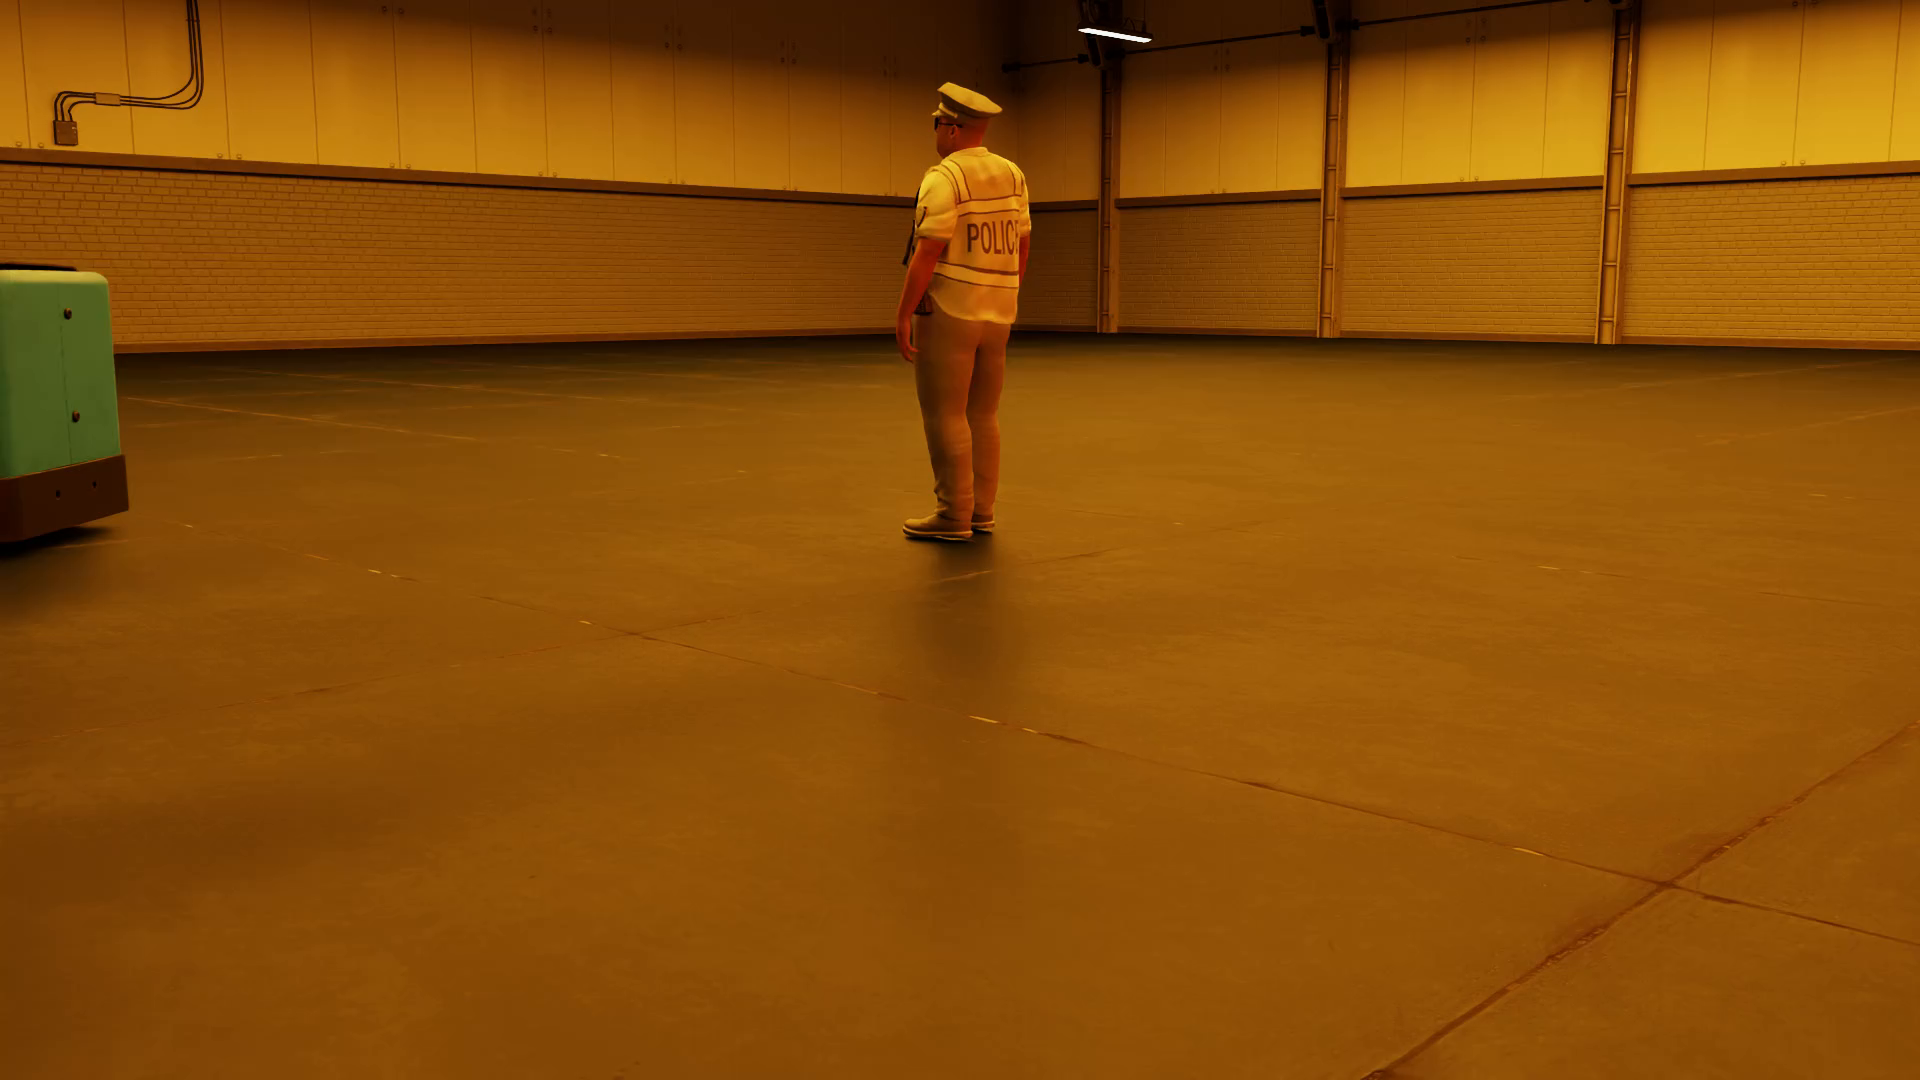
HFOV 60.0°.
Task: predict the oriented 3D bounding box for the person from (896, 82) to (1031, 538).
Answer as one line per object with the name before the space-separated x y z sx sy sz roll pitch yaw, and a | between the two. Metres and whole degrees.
person | -0.049 -0.899 6.645 0.573 1.781 0.641 8 12 43

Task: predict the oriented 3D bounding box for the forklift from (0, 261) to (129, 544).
forklift | -5.032 -1.431 6.375 3.031 2.935 1.130 0 9 -2
